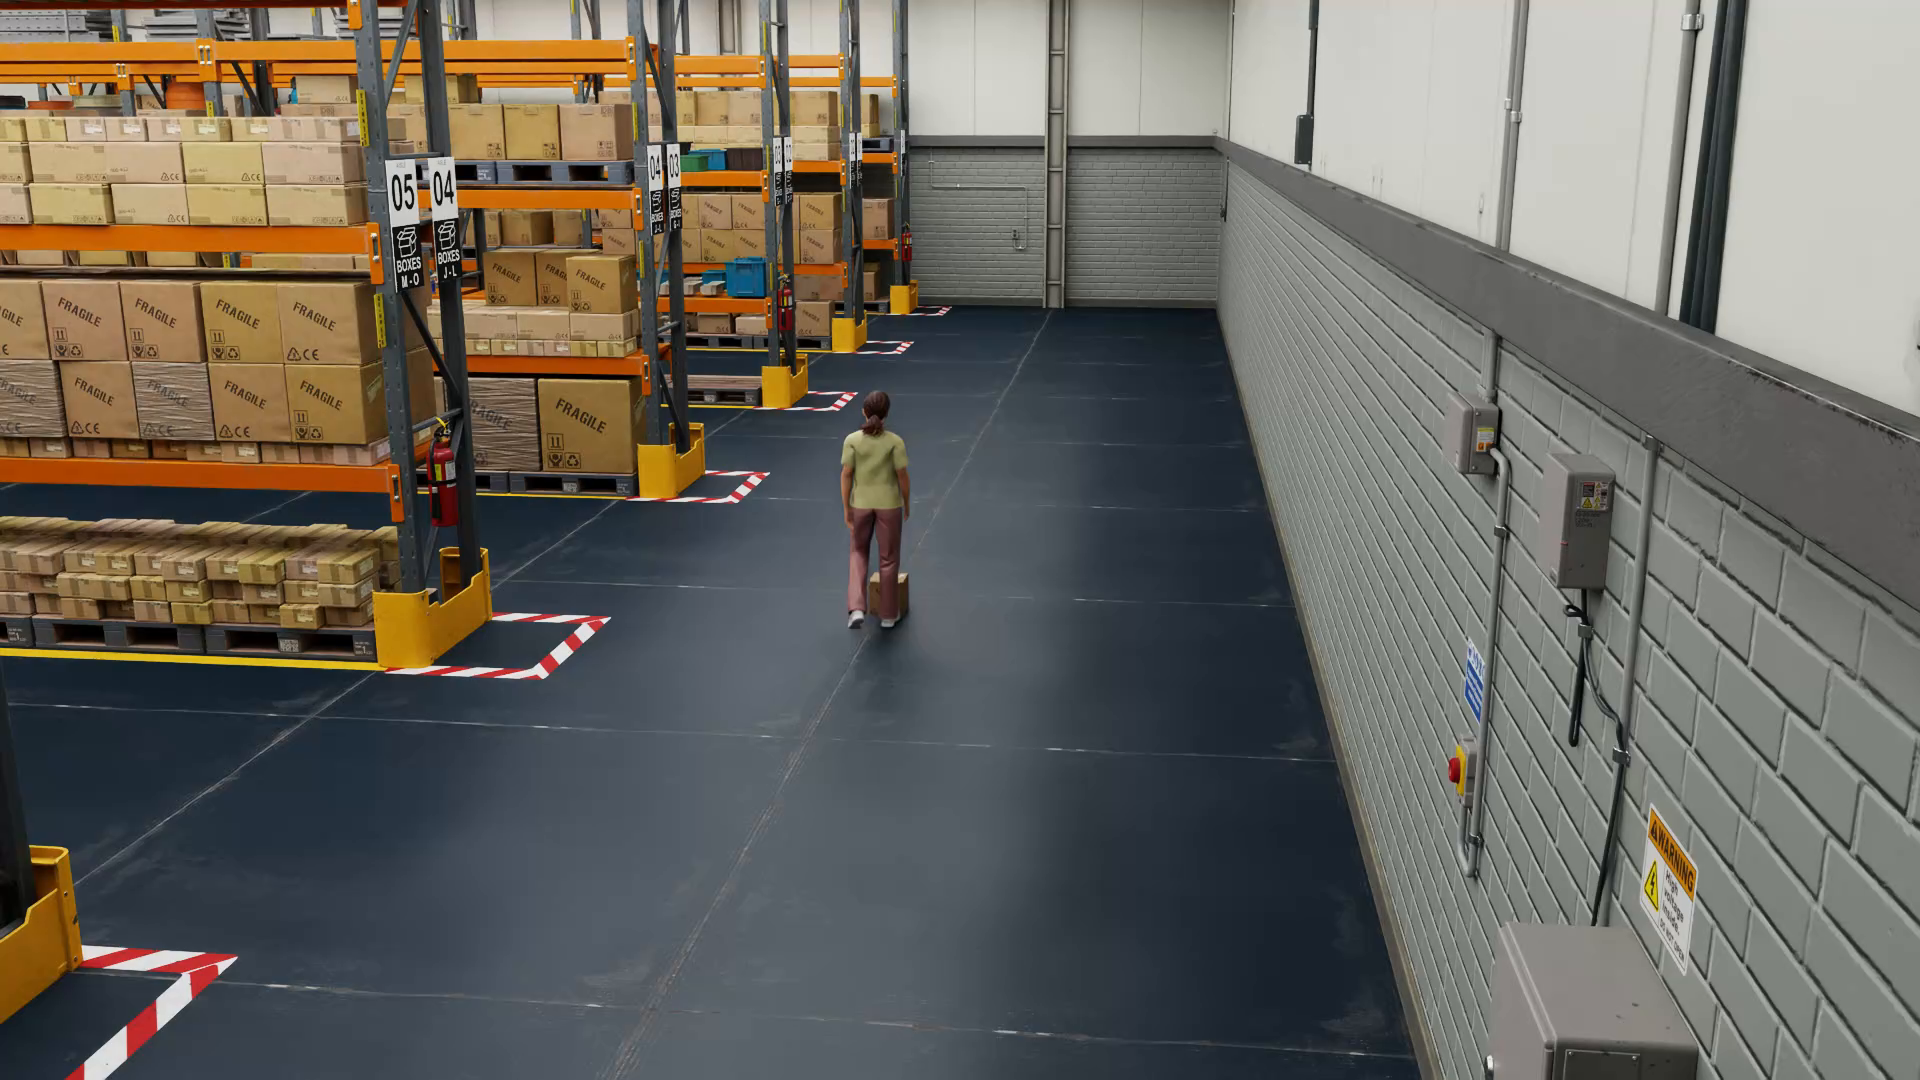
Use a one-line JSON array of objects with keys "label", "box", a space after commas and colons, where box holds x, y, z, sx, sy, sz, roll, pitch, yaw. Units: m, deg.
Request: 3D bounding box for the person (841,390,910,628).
[{"label": "person", "box": [-0.562, -0.197, 11.375, 0.462, 1.695, 0.514, 2, 14, 7]}]
